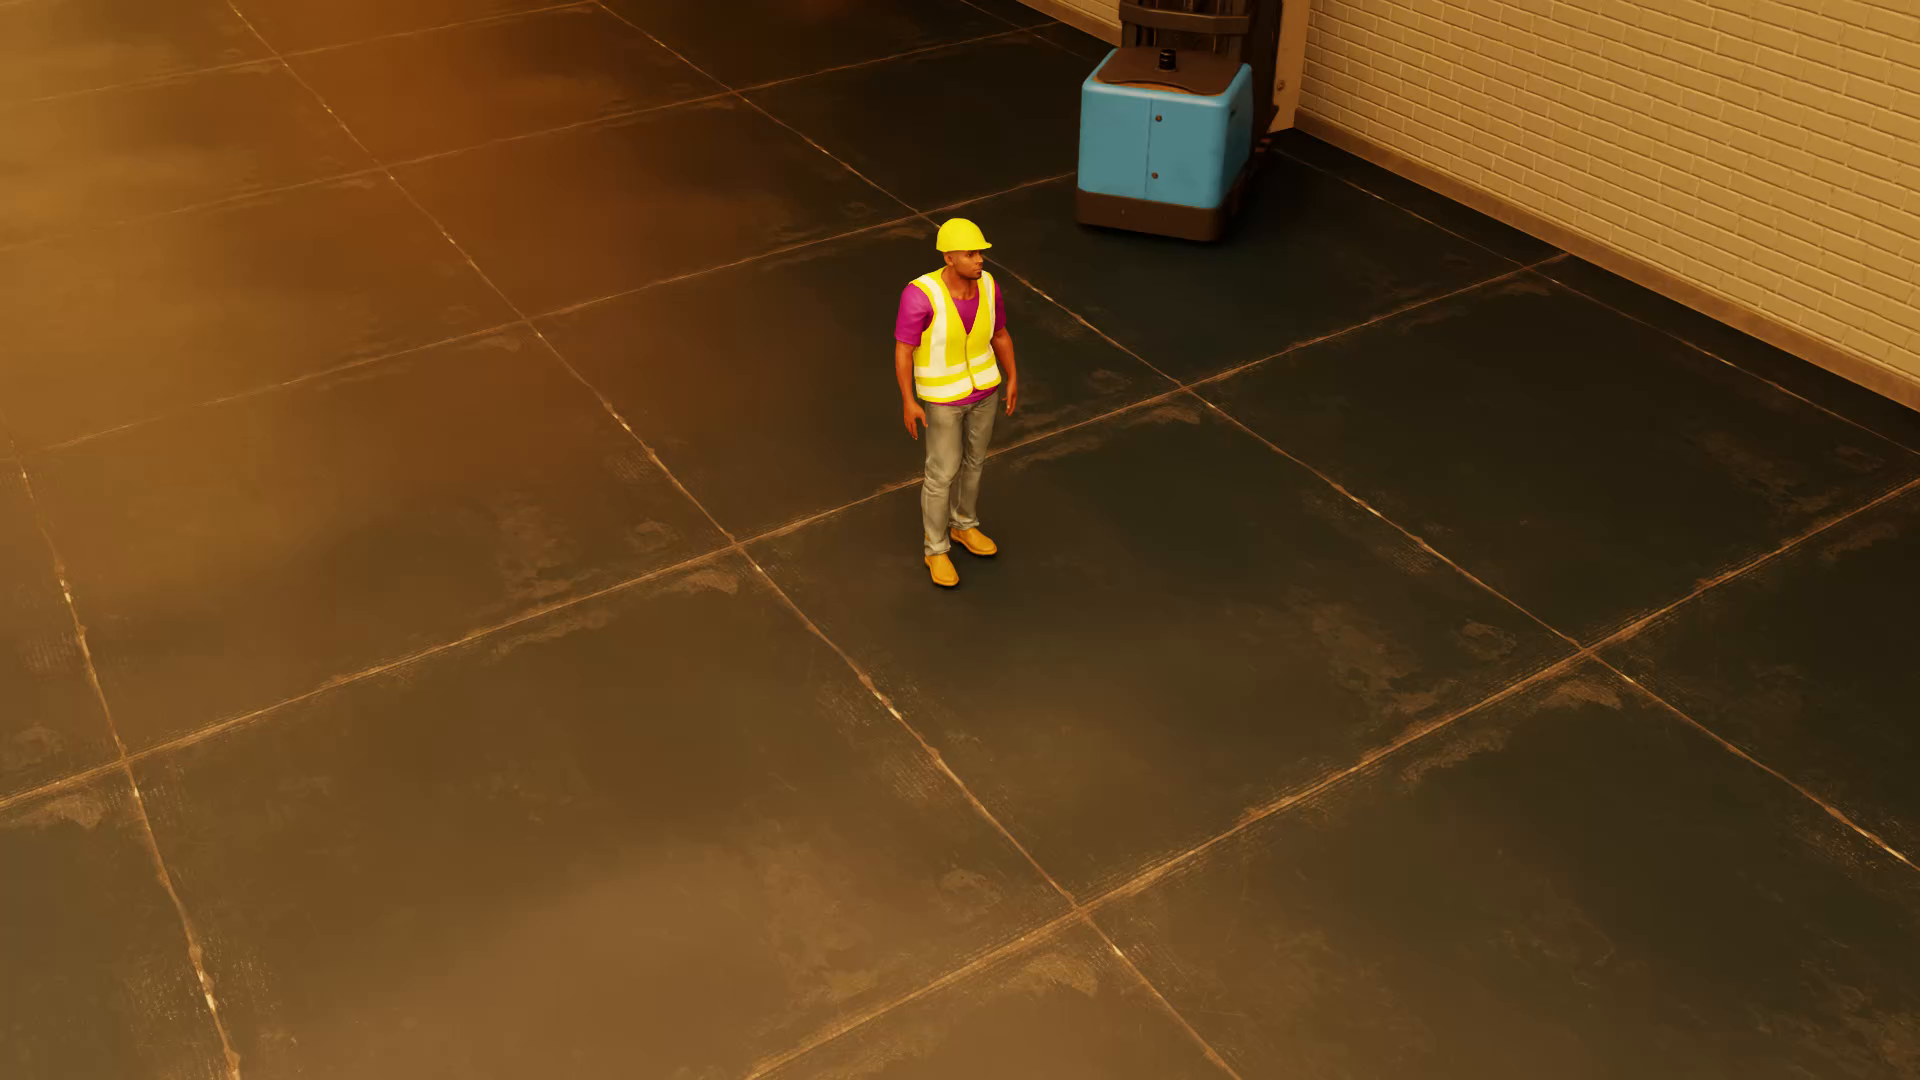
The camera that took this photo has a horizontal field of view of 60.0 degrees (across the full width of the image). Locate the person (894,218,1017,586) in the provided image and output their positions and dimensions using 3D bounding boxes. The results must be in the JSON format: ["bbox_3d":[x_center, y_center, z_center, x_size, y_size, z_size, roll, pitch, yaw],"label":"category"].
[{"bbox_3d":[0.032,-0.693,8.135,0.665,1.765,0.577,-21,40,-27],"label":"person"}]

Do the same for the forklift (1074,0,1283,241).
[{"bbox_3d":[1.795,-4.110,11.997,1.130,2.935,3.031,12,37,16],"label":"forklift"}]
